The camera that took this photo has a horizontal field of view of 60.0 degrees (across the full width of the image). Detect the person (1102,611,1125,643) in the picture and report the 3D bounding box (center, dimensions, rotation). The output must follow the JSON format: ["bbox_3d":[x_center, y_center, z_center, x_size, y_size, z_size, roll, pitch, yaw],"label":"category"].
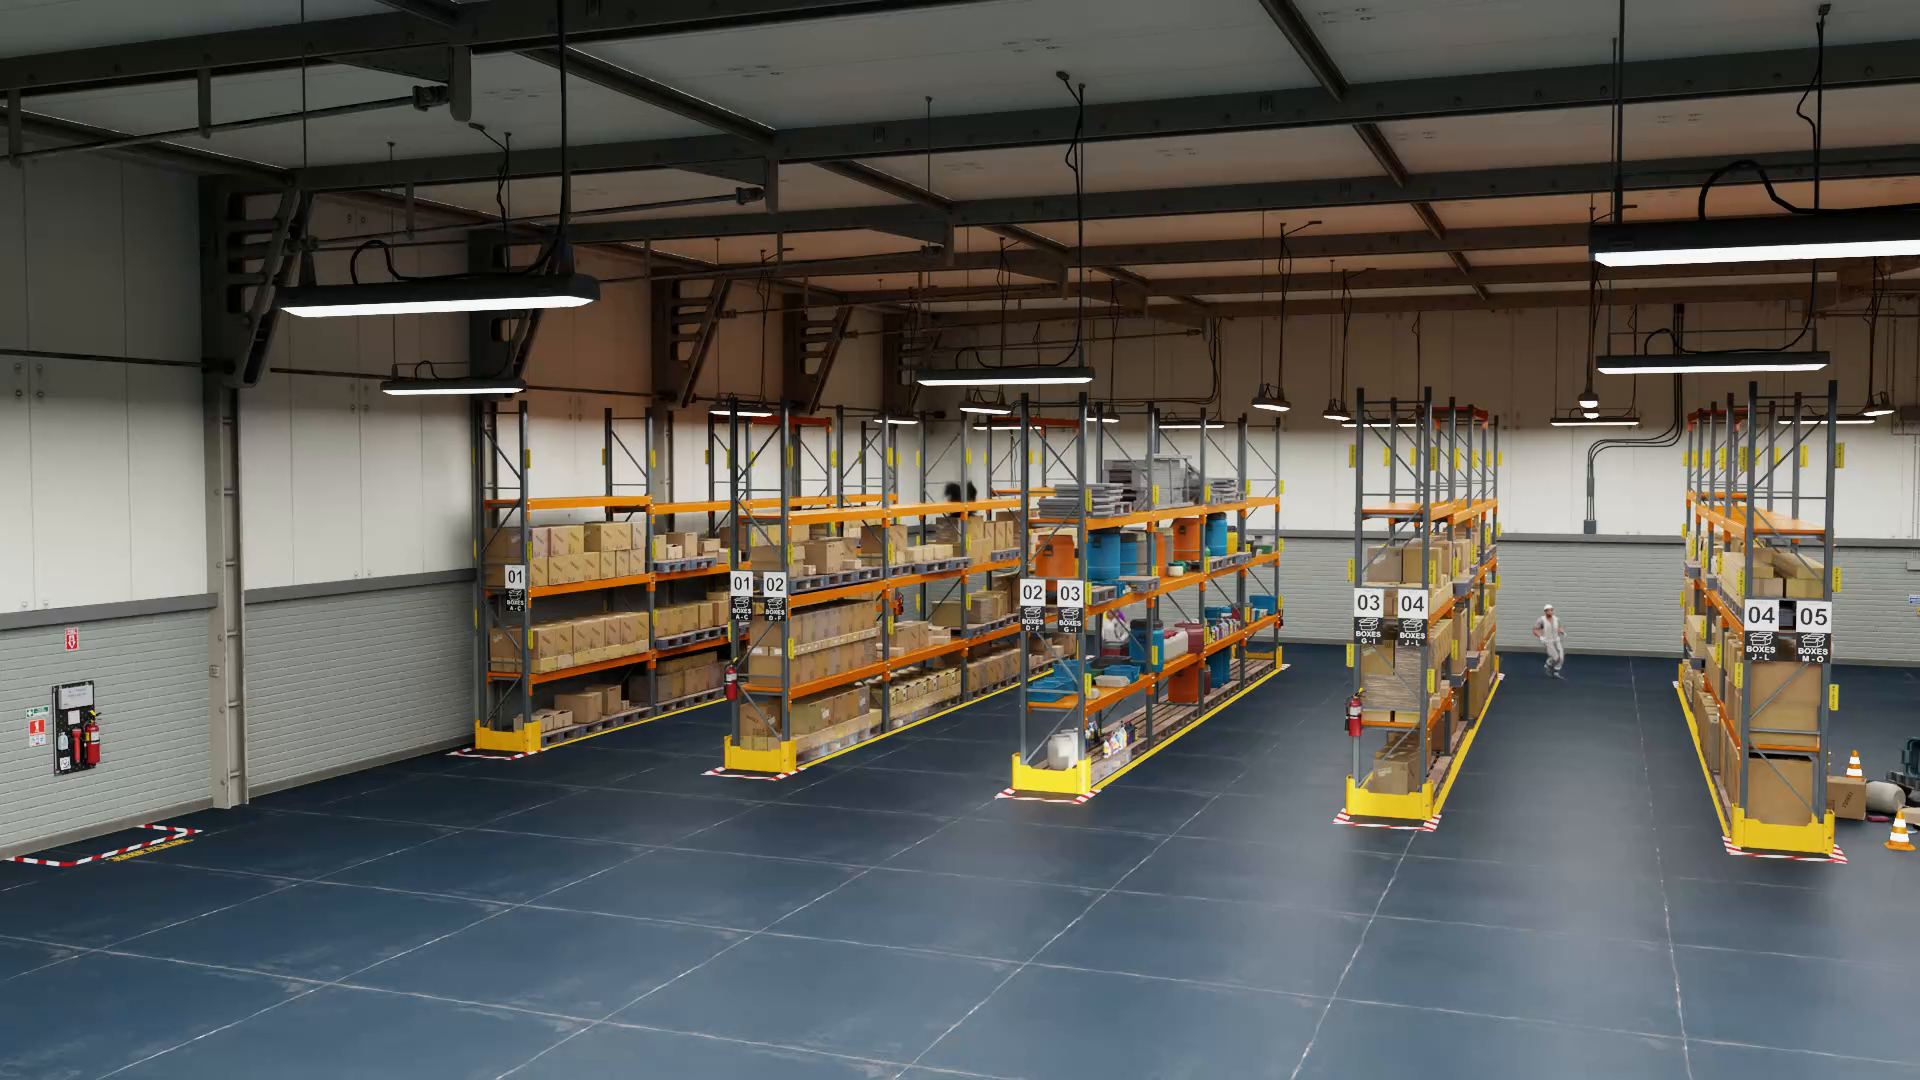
[{"bbox_3d":[3.519,2.248,38.899,0.705,1.761,0.851,1,3,15],"label":"person"}]

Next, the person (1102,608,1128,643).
[{"bbox_3d":[3.198,2.208,34.631,0.624,1.687,0.720,2,3,30],"label":"person"}]

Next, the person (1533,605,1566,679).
[{"bbox_3d":[13.397,2.315,37.672,0.660,1.709,0.558,-1,3,-14],"label":"person"}]
